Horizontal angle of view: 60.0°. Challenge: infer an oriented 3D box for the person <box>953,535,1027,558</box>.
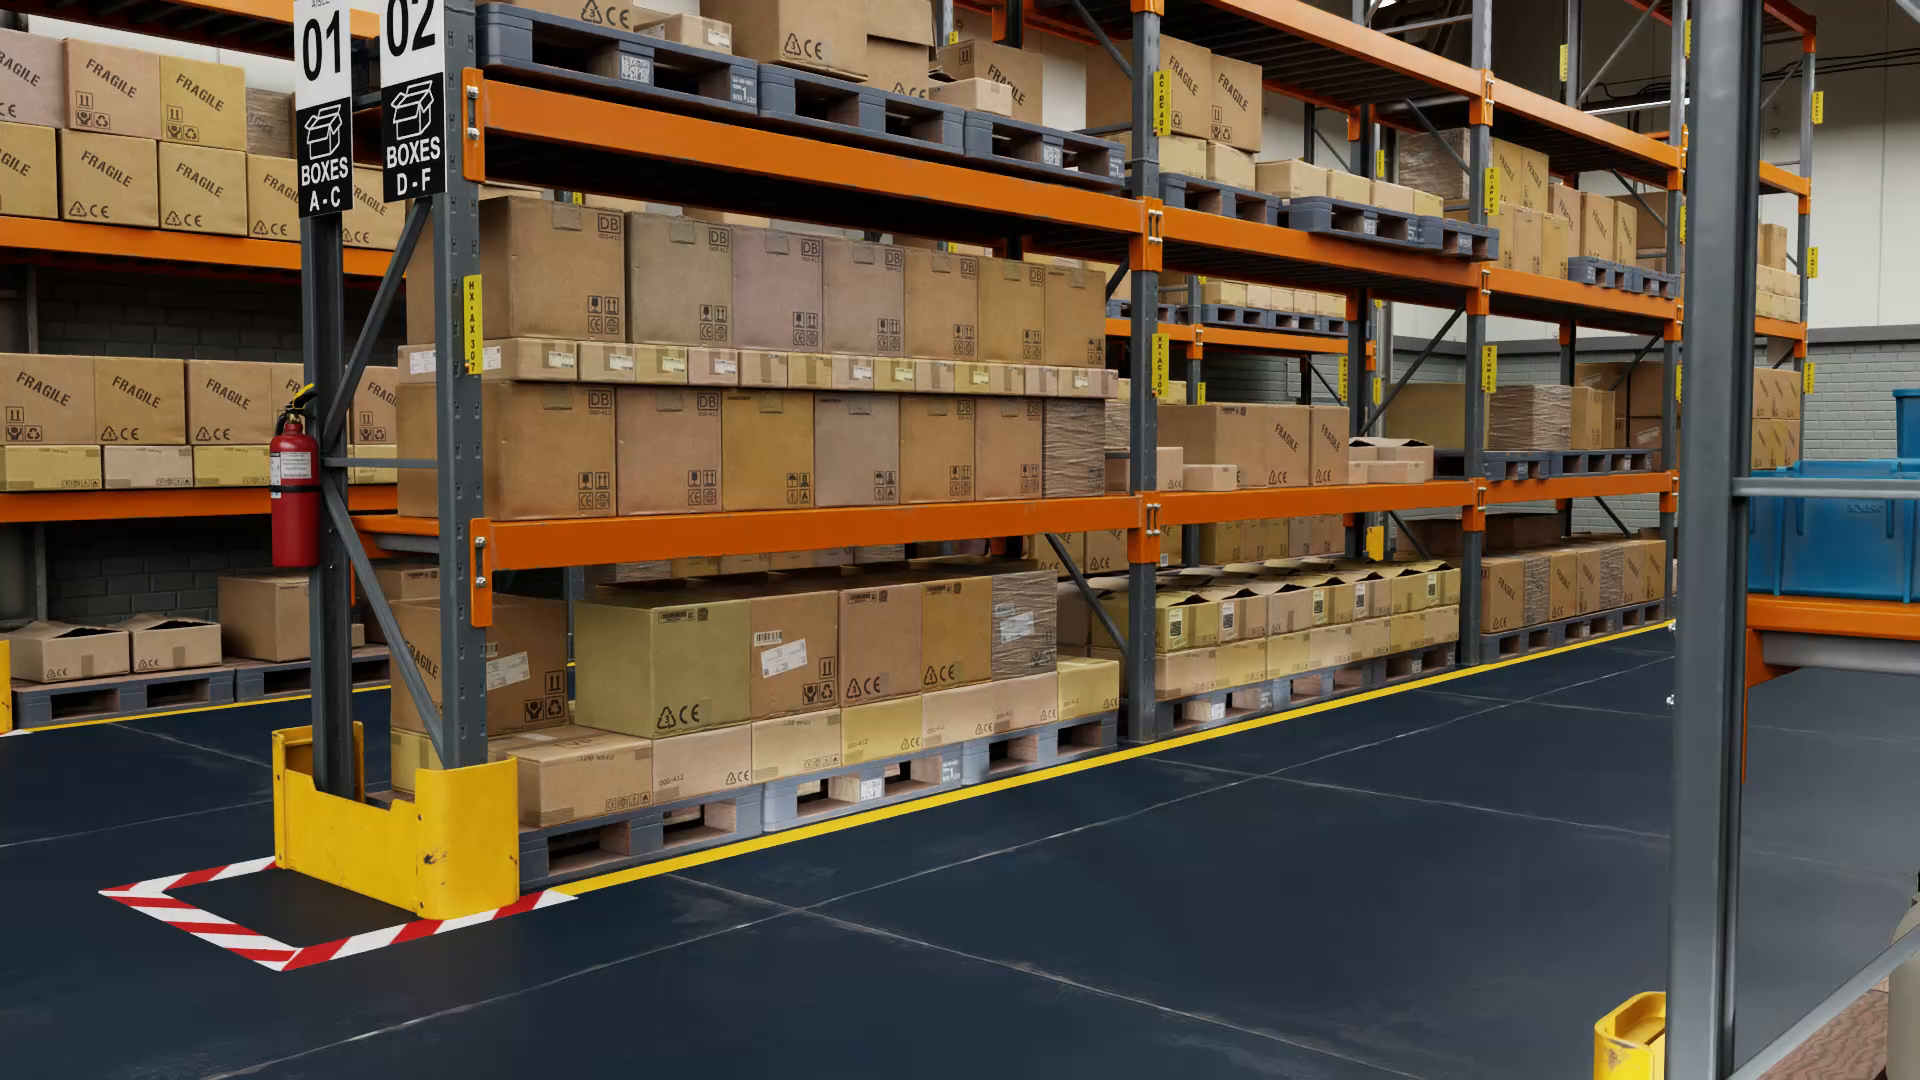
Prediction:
[{"bbox_3d":[0.207,-0.070,12.909,0.684,1.760,0.809,1,4,16],"label":"person"}]
